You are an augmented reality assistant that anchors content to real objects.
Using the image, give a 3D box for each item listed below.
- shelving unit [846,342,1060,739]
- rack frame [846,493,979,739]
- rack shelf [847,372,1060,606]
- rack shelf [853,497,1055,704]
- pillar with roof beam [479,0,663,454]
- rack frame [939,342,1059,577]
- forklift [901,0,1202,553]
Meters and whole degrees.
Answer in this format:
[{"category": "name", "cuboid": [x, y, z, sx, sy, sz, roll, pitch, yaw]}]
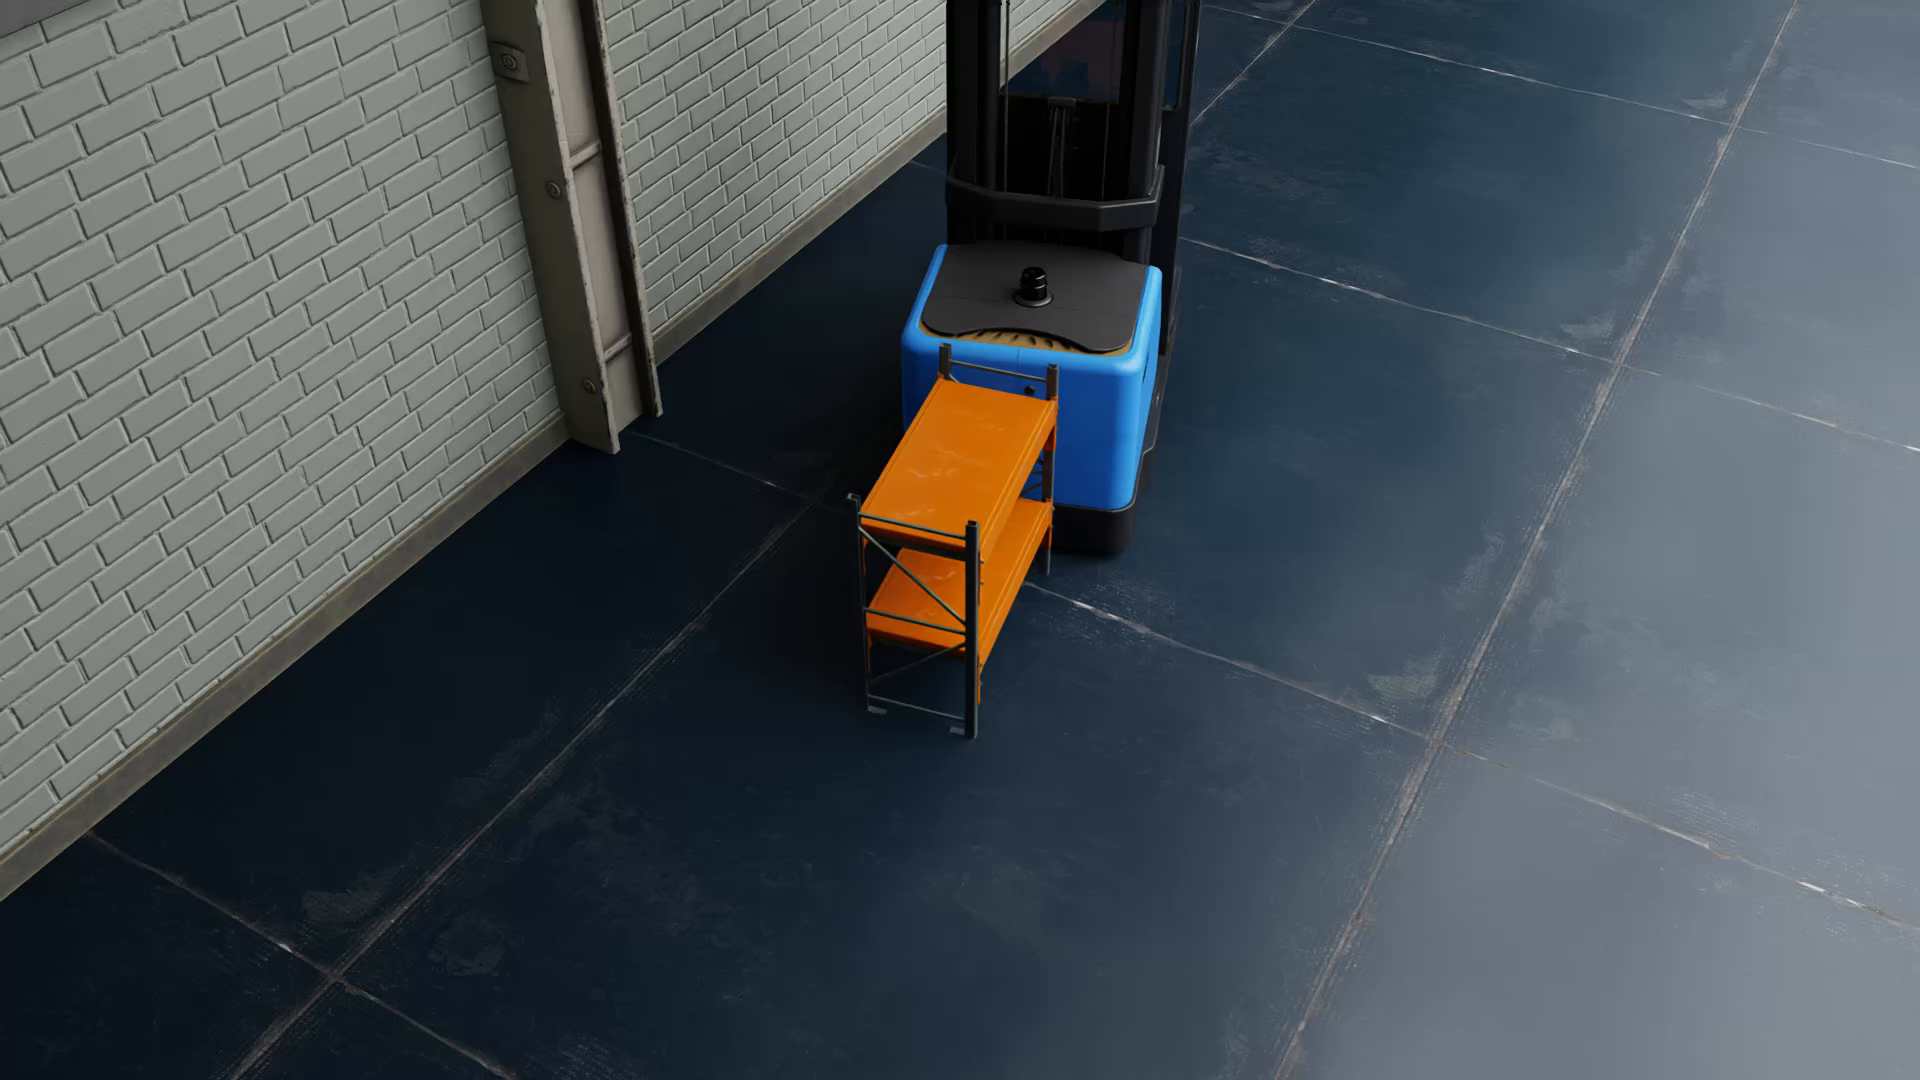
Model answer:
[{"category": "shelving unit", "cuboid": [-0.008, -0.004, 6.719, 0.538, 1.125, 1.048, 13, 43, 14]}, {"category": "rack frame", "cuboid": [-0.172, 0.313, 6.358, 0.500, 1.125, 0.032, 13, 43, 14]}, {"category": "rack shelf", "cuboid": [-0.008, -0.224, 6.526, 0.538, 0.278, 1.000, 13, 43, 14]}, {"category": "rack shelf", "cuboid": [-0.008, 0.179, 6.881, 0.538, 0.278, 1.000, 13, 43, 14]}, {"category": "pillar with roof beam", "cuboid": [2.019, -2.529, 3.629, 9.100, 9.000, 0.400, 21, 45, 22]}, {"category": "rack frame", "cuboid": [0.157, -0.322, 7.080, 0.500, 1.125, 0.032, 13, 43, 14]}, {"category": "forklift", "cuboid": [0.530, -2.025, 7.647, 1.130, 2.935, 3.031, 8, 42, 8]}]
